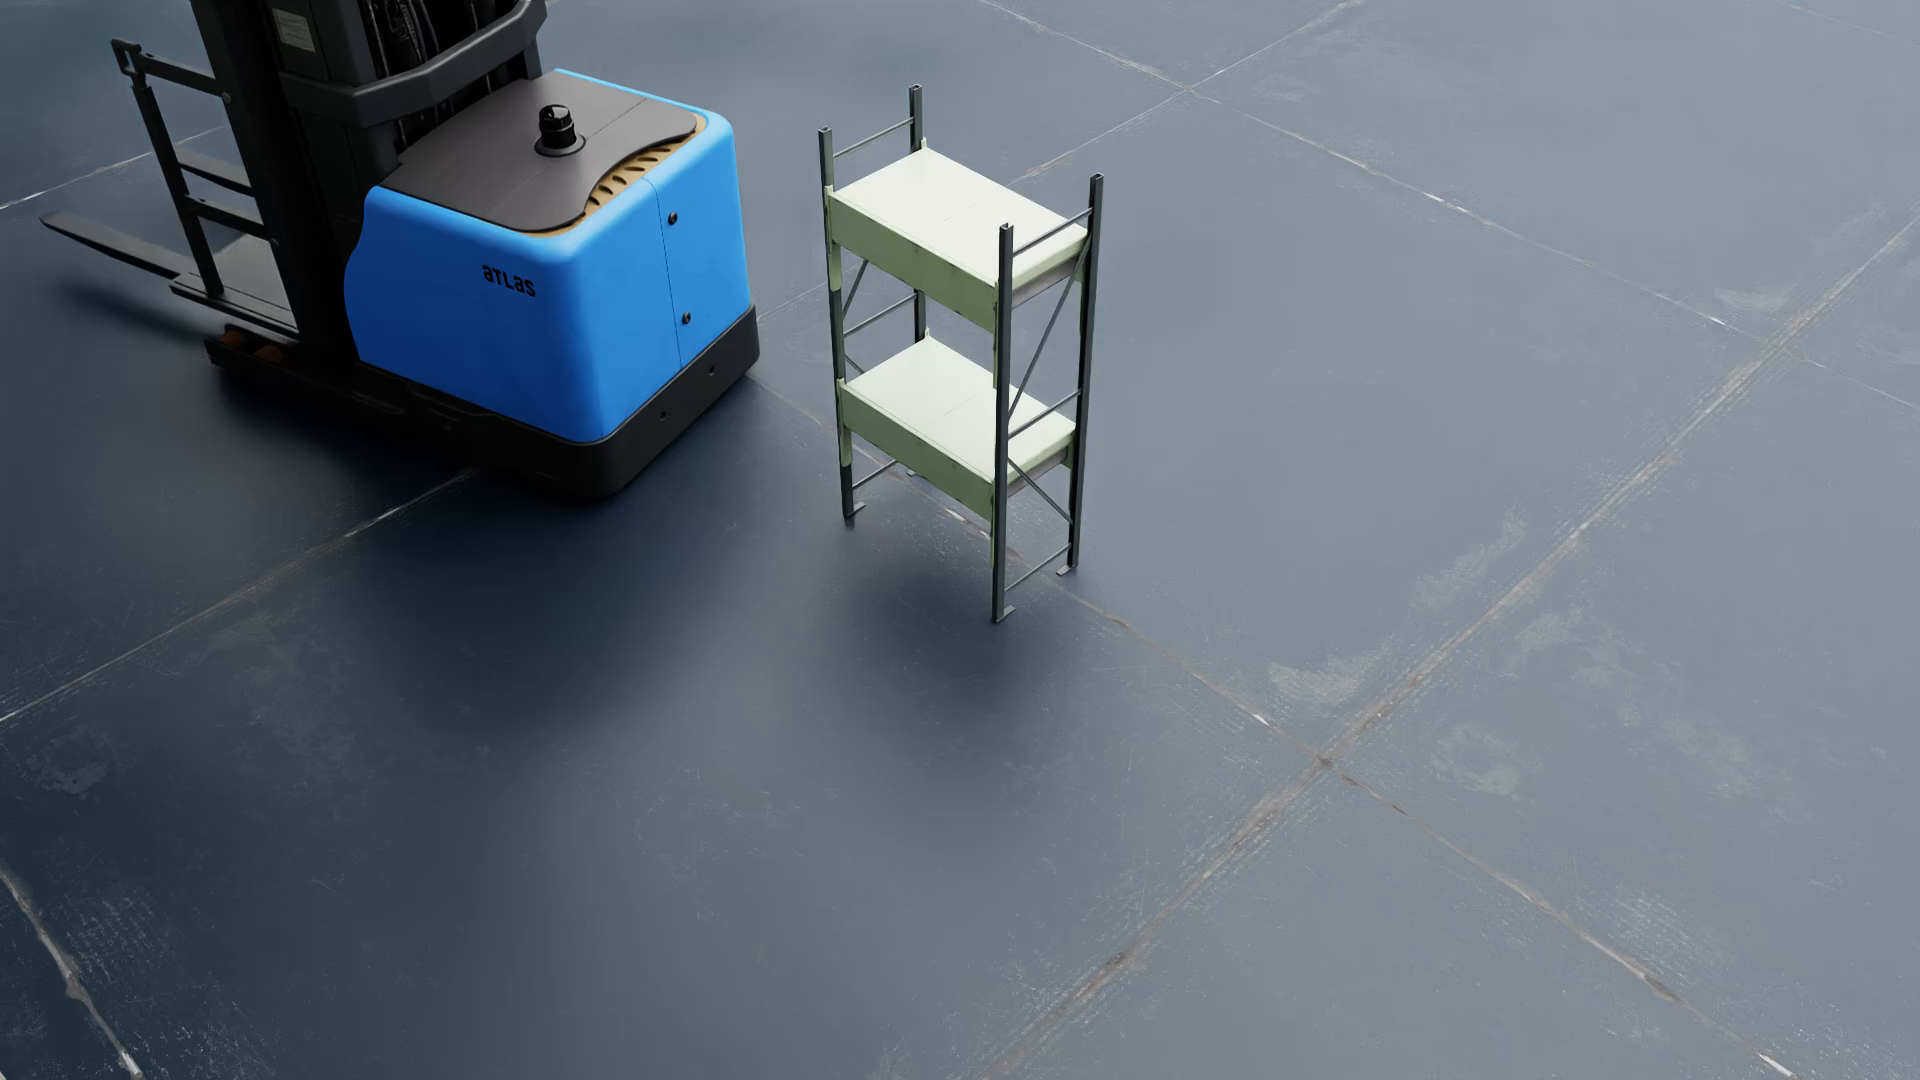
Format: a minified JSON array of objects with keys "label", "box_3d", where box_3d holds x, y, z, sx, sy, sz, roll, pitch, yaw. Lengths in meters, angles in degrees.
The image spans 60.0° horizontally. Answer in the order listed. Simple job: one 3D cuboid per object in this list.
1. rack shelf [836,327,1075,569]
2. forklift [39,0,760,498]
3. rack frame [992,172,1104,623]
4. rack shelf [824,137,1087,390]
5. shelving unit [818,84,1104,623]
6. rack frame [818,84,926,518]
[{"label":"rack shelf","box_3d":[-0.005,-0.315,5.466,0.431,0.370,0.720,-34,53,-31]},{"label":"forklift","box_3d":[-2.315,-1.948,5.698,3.031,2.935,1.130,20,46,21]},{"label":"rack frame","box_3d":[0.254,-0.378,5.054,0.400,1.500,0.023,-34,53,-31]},{"label":"rack shelf","box_3d":[-0.005,-0.841,4.980,0.431,0.370,0.720,-34,53,-31]},{"label":"shelving unit","box_3d":[-0.005,-0.554,5.244,0.431,1.500,0.755,-34,53,-31]},{"label":"rack frame","box_3d":[-0.263,-0.730,5.435,0.400,1.500,0.023,-34,53,-31]}]
